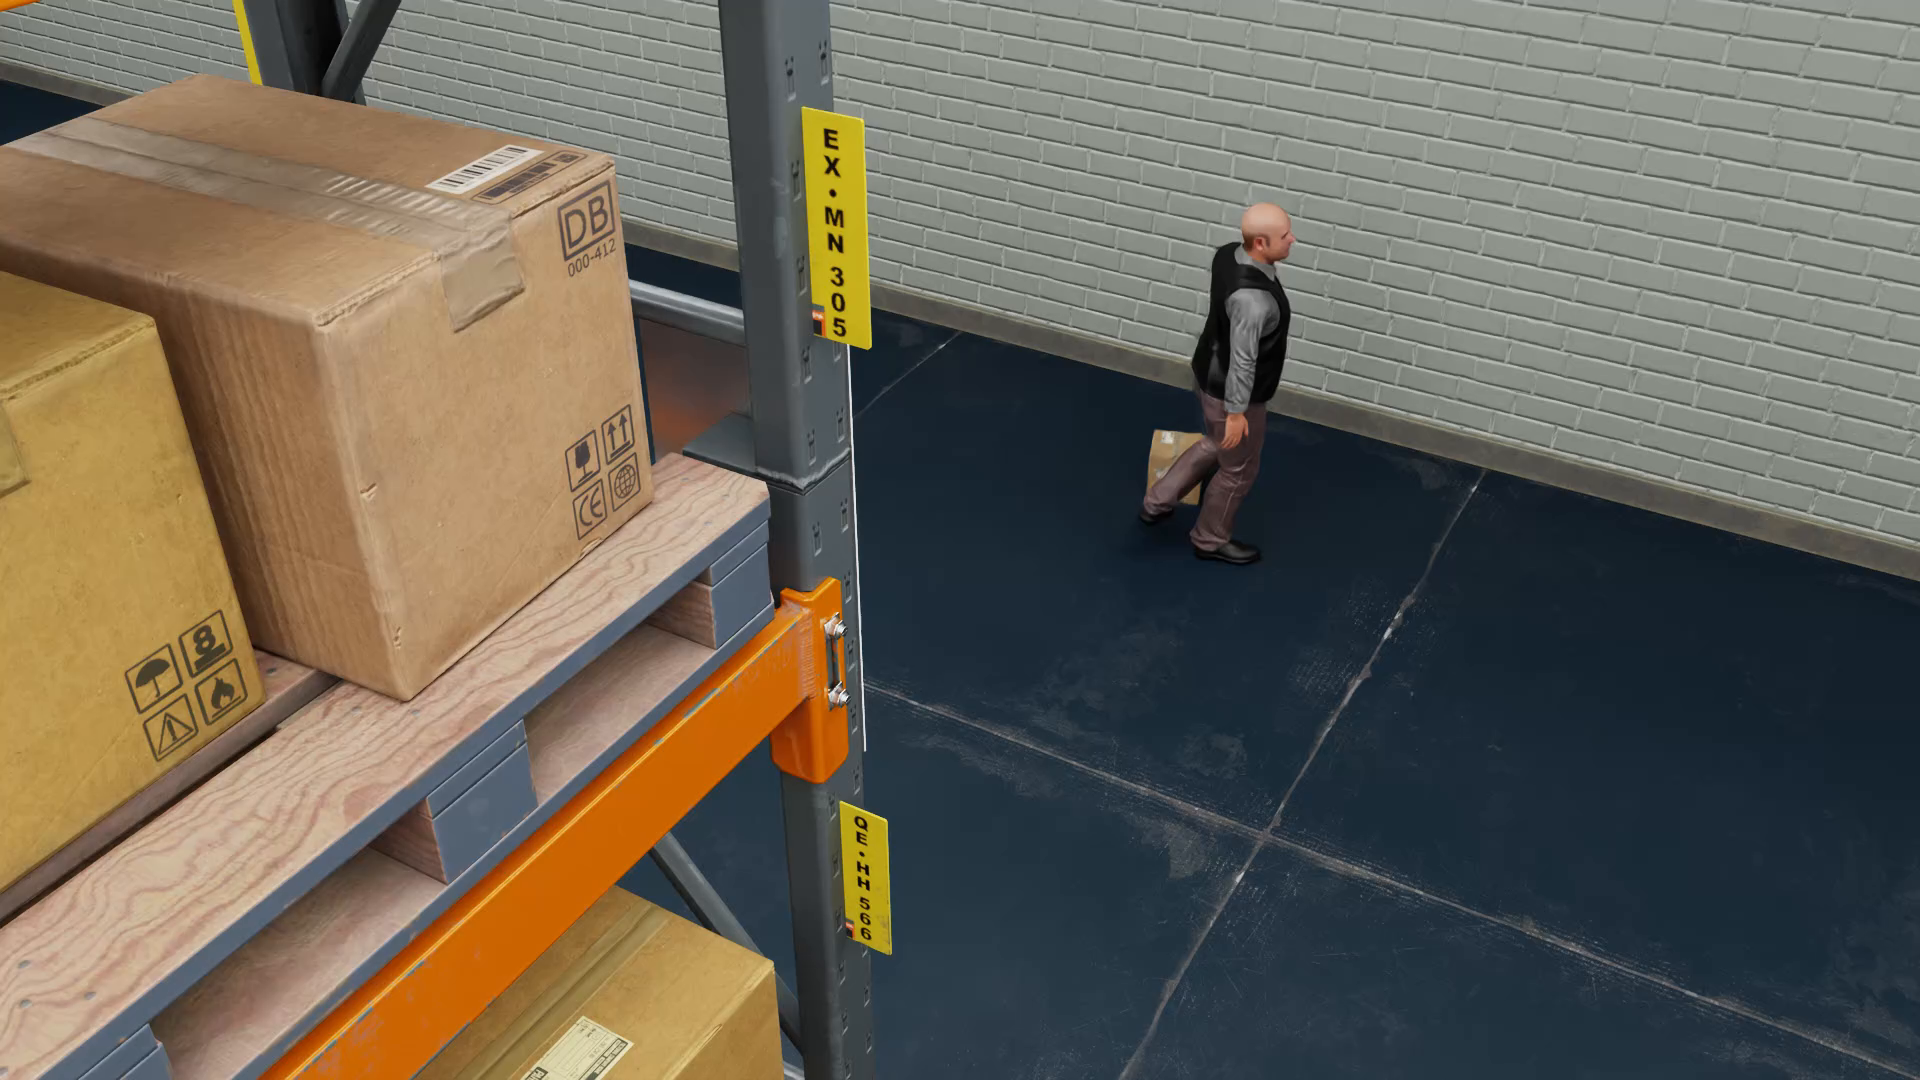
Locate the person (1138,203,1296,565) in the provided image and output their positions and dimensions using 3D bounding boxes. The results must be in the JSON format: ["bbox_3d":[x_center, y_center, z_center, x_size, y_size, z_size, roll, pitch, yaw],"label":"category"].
[{"bbox_3d":[1.092,-0.651,7.135,0.549,1.714,0.593,-2,34,-4],"label":"person"}]
